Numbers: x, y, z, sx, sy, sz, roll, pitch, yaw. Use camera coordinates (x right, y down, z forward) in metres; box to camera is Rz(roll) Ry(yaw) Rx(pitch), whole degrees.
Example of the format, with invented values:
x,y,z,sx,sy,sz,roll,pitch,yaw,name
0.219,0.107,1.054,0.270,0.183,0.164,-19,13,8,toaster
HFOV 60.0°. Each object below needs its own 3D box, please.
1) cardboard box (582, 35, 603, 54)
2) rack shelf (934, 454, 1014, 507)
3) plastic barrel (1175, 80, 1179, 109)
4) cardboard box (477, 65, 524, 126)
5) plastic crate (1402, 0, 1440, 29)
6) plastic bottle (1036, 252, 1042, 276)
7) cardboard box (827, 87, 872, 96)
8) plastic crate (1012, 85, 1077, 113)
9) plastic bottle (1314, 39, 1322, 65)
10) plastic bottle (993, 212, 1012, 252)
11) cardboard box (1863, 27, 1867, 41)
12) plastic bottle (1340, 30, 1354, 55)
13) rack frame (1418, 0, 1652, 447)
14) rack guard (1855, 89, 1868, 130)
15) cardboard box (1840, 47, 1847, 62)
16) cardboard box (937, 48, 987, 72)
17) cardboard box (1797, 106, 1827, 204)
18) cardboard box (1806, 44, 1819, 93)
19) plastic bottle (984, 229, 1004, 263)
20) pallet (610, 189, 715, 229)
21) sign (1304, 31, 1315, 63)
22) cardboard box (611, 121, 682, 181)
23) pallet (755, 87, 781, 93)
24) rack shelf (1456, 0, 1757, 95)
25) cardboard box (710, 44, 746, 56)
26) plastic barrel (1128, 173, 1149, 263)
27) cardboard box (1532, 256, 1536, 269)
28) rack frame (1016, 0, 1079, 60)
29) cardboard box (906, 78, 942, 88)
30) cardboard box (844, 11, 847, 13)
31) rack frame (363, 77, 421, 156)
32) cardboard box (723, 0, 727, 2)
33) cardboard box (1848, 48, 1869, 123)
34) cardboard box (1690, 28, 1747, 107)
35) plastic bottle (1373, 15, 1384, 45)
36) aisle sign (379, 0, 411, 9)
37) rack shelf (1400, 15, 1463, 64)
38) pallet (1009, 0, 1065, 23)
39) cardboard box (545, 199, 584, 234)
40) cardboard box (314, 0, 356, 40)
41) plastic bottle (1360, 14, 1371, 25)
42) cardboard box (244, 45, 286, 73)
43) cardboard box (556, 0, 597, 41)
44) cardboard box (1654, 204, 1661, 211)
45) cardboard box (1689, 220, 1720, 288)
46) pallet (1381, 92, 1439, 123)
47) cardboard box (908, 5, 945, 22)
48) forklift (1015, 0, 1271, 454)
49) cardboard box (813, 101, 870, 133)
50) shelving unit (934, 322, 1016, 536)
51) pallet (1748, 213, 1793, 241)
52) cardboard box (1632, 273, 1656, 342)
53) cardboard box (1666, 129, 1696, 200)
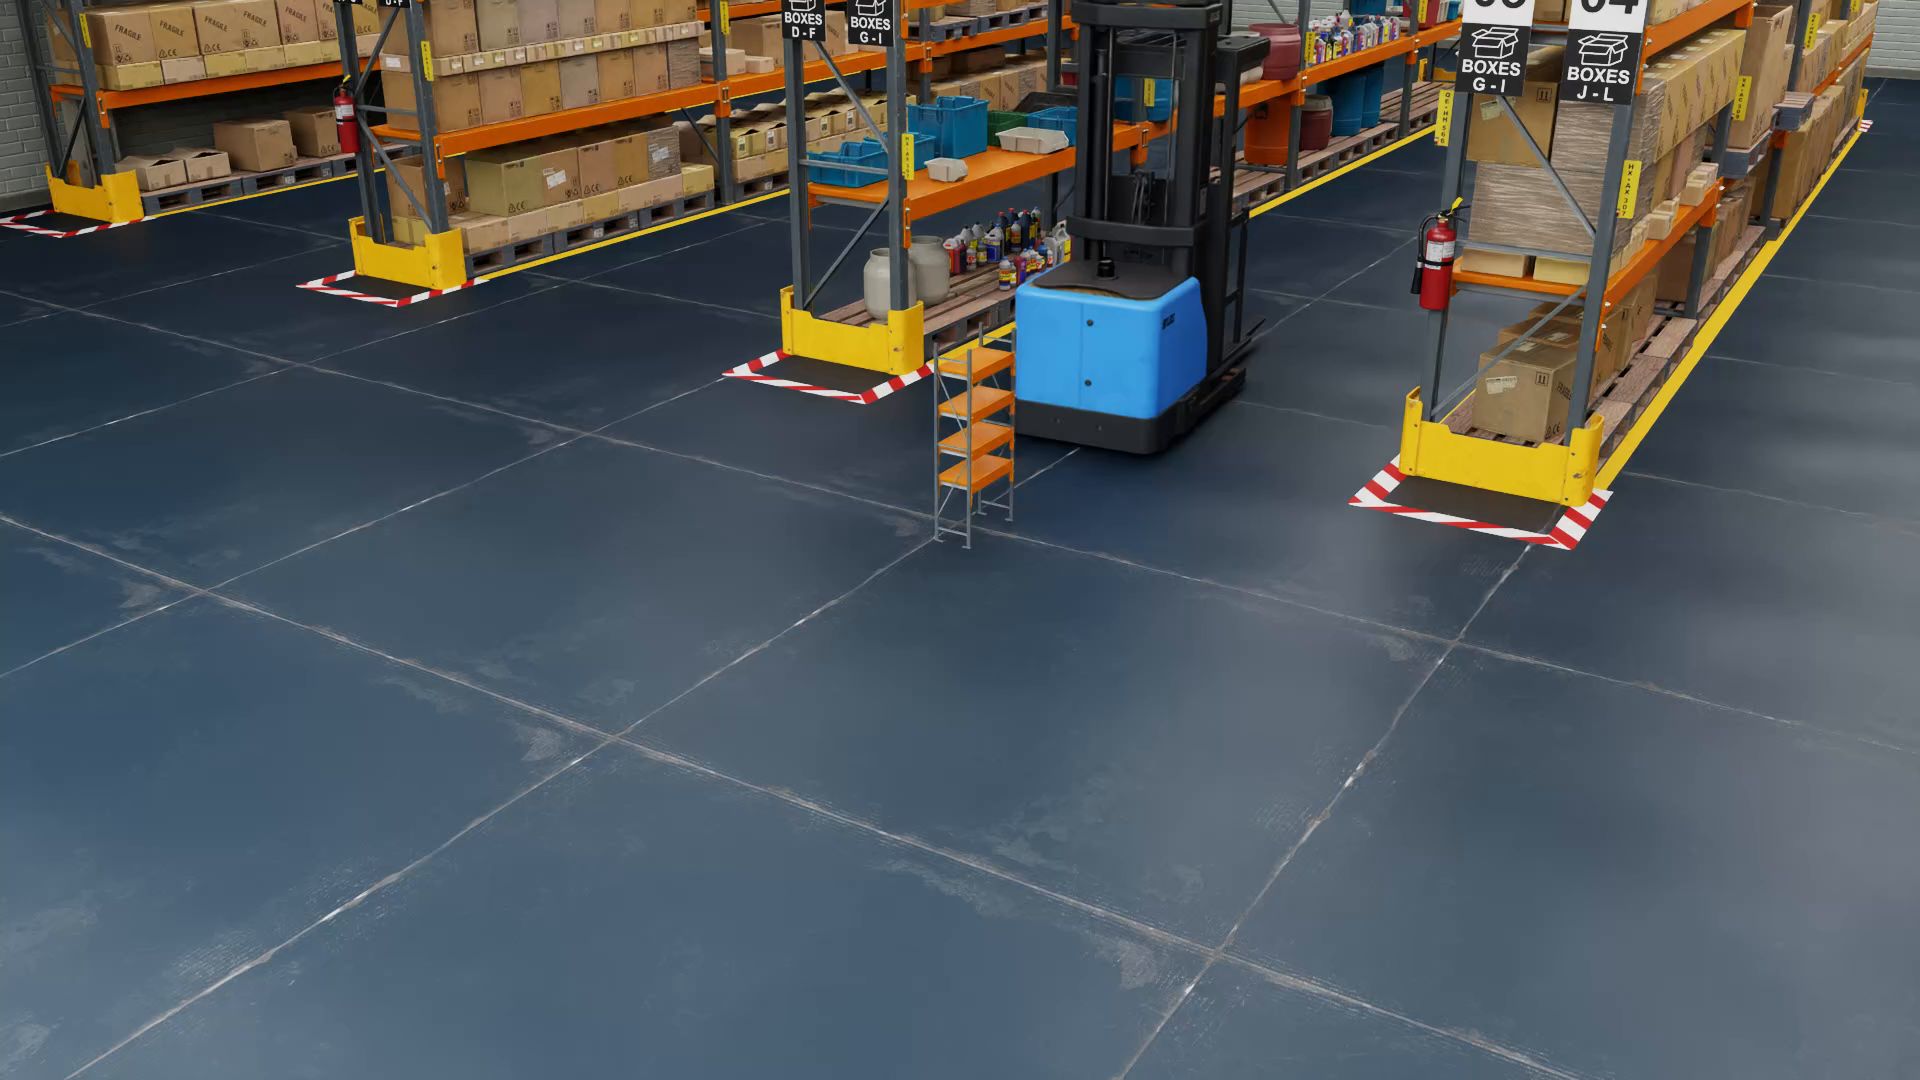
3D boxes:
x,y,z,sx,sy,sz,roll,pitch,yaw,name
-3.709,-4.841,16.214,0.380,0.149,0.250,15,28,31,cardboard box
0.087,-0.363,9.746,0.258,0.148,0.480,14,27,29,rack shelf
1.959,-4.452,16.088,0.433,0.535,0.433,0,23,0,plastic barrel
-4.518,-4.181,15.507,0.700,0.500,0.500,15,27,30,cardboard box
6.172,-7.119,22.262,0.402,0.464,0.583,14,27,29,plastic crate
0.665,-2.410,14.510,0.097,0.201,0.097,0,23,0,plastic bottle
-1.354,-5.575,21.080,0.500,0.311,0.500,15,28,31,cardboard box
0.883,-3.934,15.141,0.767,0.338,0.504,14,27,29,plastic crate
4.093,-5.589,19.032,0.061,0.283,0.133,14,27,29,plastic bottle
0.390,-2.850,15.338,0.144,0.351,0.185,13,26,27,plastic bottle
11.360,-6.476,21.249,0.380,0.149,0.250,13,27,28,cardboard box
4.612,-5.952,19.881,0.152,0.276,0.135,14,27,29,plastic bottle
3.366,-1.725,9.959,1.000,3.000,0.127,14,27,29,rack frame
11.818,-5.986,22.949,1.175,0.500,0.348,14,27,29,rack guard
10.134,-5.690,19.434,0.380,0.149,0.250,14,27,29,cardboard box
0.028,-6.632,22.943,0.500,0.250,0.500,13,27,28,cardboard box
8.444,-4.171,17.754,1.225,0.875,0.875,14,27,29,cardboard box
8.343,-4.753,16.827,0.500,0.500,0.500,13,27,28,cardboard box
0.305,-2.650,14.970,0.152,0.276,0.135,14,27,29,plastic bottle
-3.394,-3.613,17.830,1.003,0.211,1.213,14,27,29,pallet
3.849,-5.425,18.301,0.100,0.325,0.005,14,27,29,sign
-3.271,-4.059,17.338,0.500,0.500,0.500,14,27,29,cardboard box
-3.272,-7.333,26.424,1.003,0.211,1.213,14,27,29,pallet
4.421,-3.446,11.065,1.077,0.370,4.000,14,27,29,rack shelf
-2.631,-5.426,18.677,0.396,0.266,0.258,13,27,28,cardboard box
2.477,-3.604,15.692,2.693,1.474,9.259,14,27,29,plastic barrel
3.473,-1.833,10.526,0.380,0.149,0.250,14,27,29,cardboard box
1.281,-7.852,24.113,1.000,3.000,0.127,14,27,29,rack frame
-0.535,-5.922,22.246,0.500,0.500,0.500,15,28,31,cardboard box
-1.875,-8.981,28.522,0.380,0.149,0.250,14,27,29,cardboard box
-7.149,-6.189,20.271,1.000,3.000,0.127,14,27,29,rack frame
-3.724,-8.103,24.983,0.380,0.149,0.250,15,27,31,cardboard box
11.536,-6.110,22.234,0.875,0.875,0.875,14,27,29,cardboard box
5.472,-3.507,12.316,0.500,0.500,0.500,14,27,29,cardboard box
5.183,-6.349,20.703,0.144,0.351,0.185,14,27,29,plastic bottle
-4.823,-4.909,14.041,0.394,0.787,0.004,14,27,29,aisle sign
6.543,-7.158,23.415,1.077,0.370,4.000,14,27,29,rack shelf
0.767,-7.517,23.581,1.003,0.211,1.213,14,27,29,pallet
-4.052,-3.206,16.312,0.500,0.250,0.500,14,27,29,cardboard box
-7.394,-6.080,19.238,0.500,0.500,0.500,14,27,29,cardboard box
5.061,-6.379,20.773,0.144,0.351,0.185,14,27,29,plastic bottle
-7.928,-5.397,18.604,0.500,0.250,0.500,14,27,29,cardboard box
-3.961,-5.134,16.075,0.700,0.500,0.500,14,27,29,cardboard box
4.611,-2.254,11.497,0.380,0.149,0.250,14,27,29,cardboard box
6.085,-2.490,14.318,0.700,0.500,0.500,14,27,29,cardboard box
6.485,-6.203,23.813,1.003,0.211,1.213,14,27,29,pallet
-0.592,-6.977,21.437,0.700,0.500,0.500,5,24,11,cardboard box
10.020,-1.311,9.090,18.991,2.935,5.636,11,26,25,forklift
-1.433,-5.116,20.018,0.500,0.311,0.500,14,27,29,cardboard box
0.088,-0.607,9.642,0.258,1.200,0.499,14,27,29,shelving unit
8.065,-3.396,17.328,1.003,0.211,1.213,14,27,29,pallet
4.935,-1.799,12.748,0.500,0.500,0.500,-18,29,-36,cardboard box
4.714,-2.767,11.866,0.875,0.500,0.500,14,27,29,cardboard box
